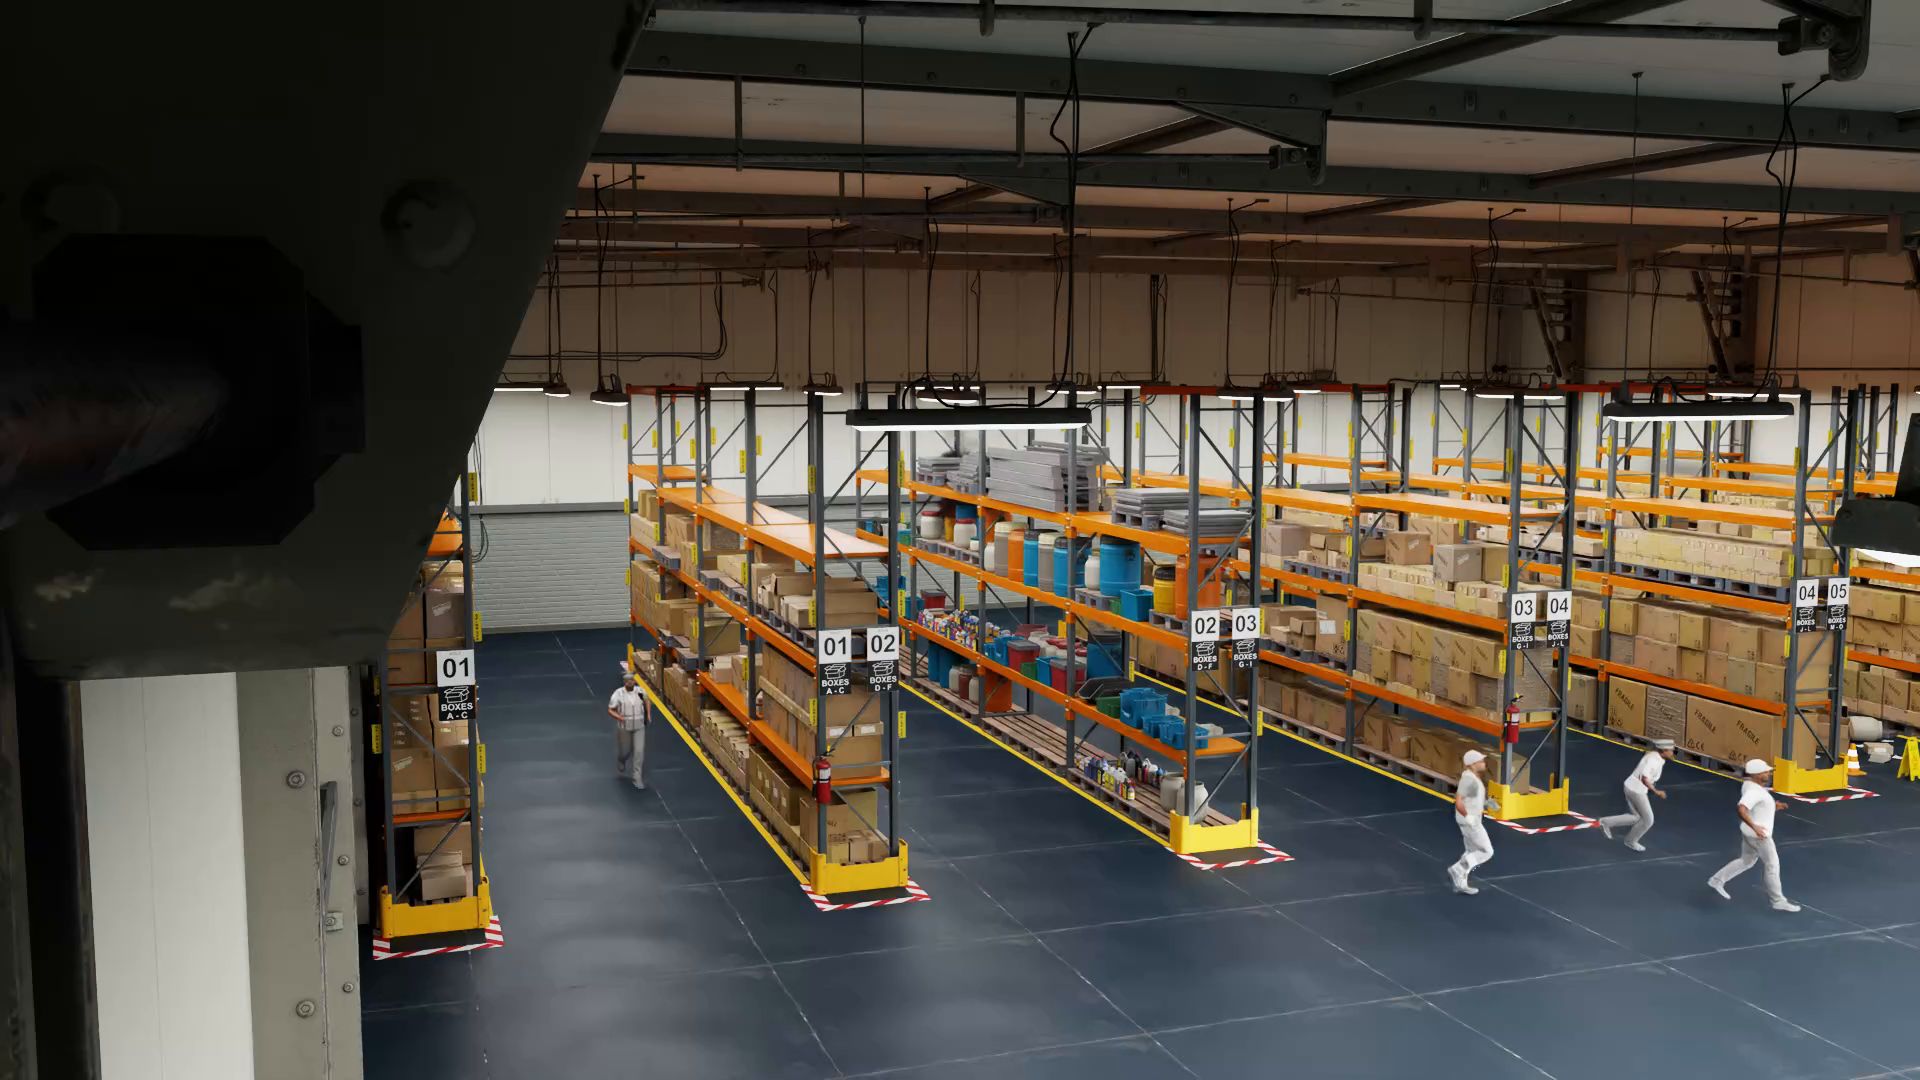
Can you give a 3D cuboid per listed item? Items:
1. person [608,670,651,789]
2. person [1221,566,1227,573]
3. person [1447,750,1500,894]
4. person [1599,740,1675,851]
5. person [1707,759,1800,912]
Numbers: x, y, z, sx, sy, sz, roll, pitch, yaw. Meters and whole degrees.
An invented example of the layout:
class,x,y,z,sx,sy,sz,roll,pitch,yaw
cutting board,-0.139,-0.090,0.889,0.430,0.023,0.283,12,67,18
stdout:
class,x,y,z,sx,sy,sz,roll,pitch,yaw
person,-5.011,2.851,25.370,0.677,1.752,0.965,-2,6,-23
person,6.007,1.448,39.184,0.723,1.686,0.631,-1,6,-12
person,6.213,3.394,20.042,0.579,1.749,0.637,1,6,14
person,8.922,3.348,21.929,0.895,1.510,0.582,3,6,23
person,9.304,3.423,19.412,0.983,1.750,0.701,1,6,13
